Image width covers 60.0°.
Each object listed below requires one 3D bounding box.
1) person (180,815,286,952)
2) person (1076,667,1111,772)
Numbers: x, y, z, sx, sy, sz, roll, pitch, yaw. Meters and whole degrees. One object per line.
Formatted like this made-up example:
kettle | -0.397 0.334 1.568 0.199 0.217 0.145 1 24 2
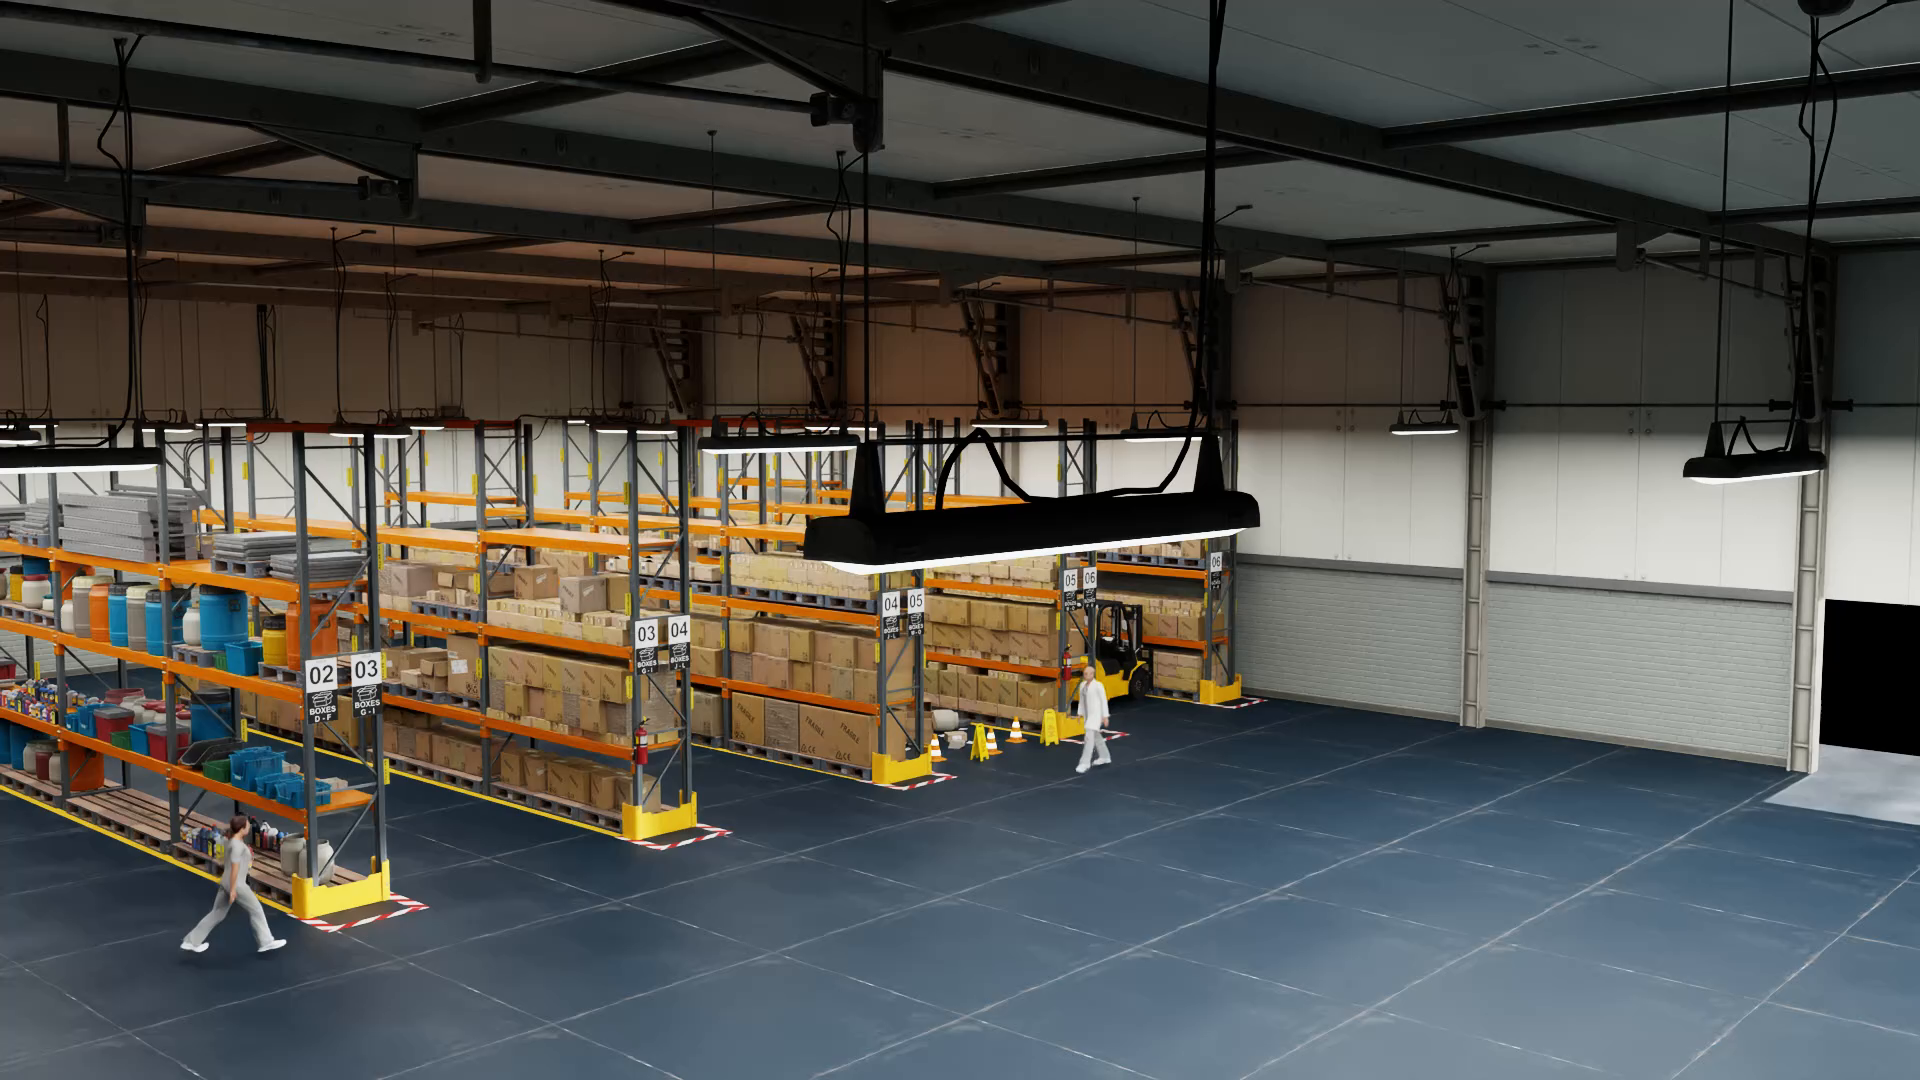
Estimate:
person | -8.372 3.964 19.106 1.099 1.609 0.453 -3 5 -31
person | 2.274 3.082 28.948 0.886 1.764 0.607 -2 5 -28
